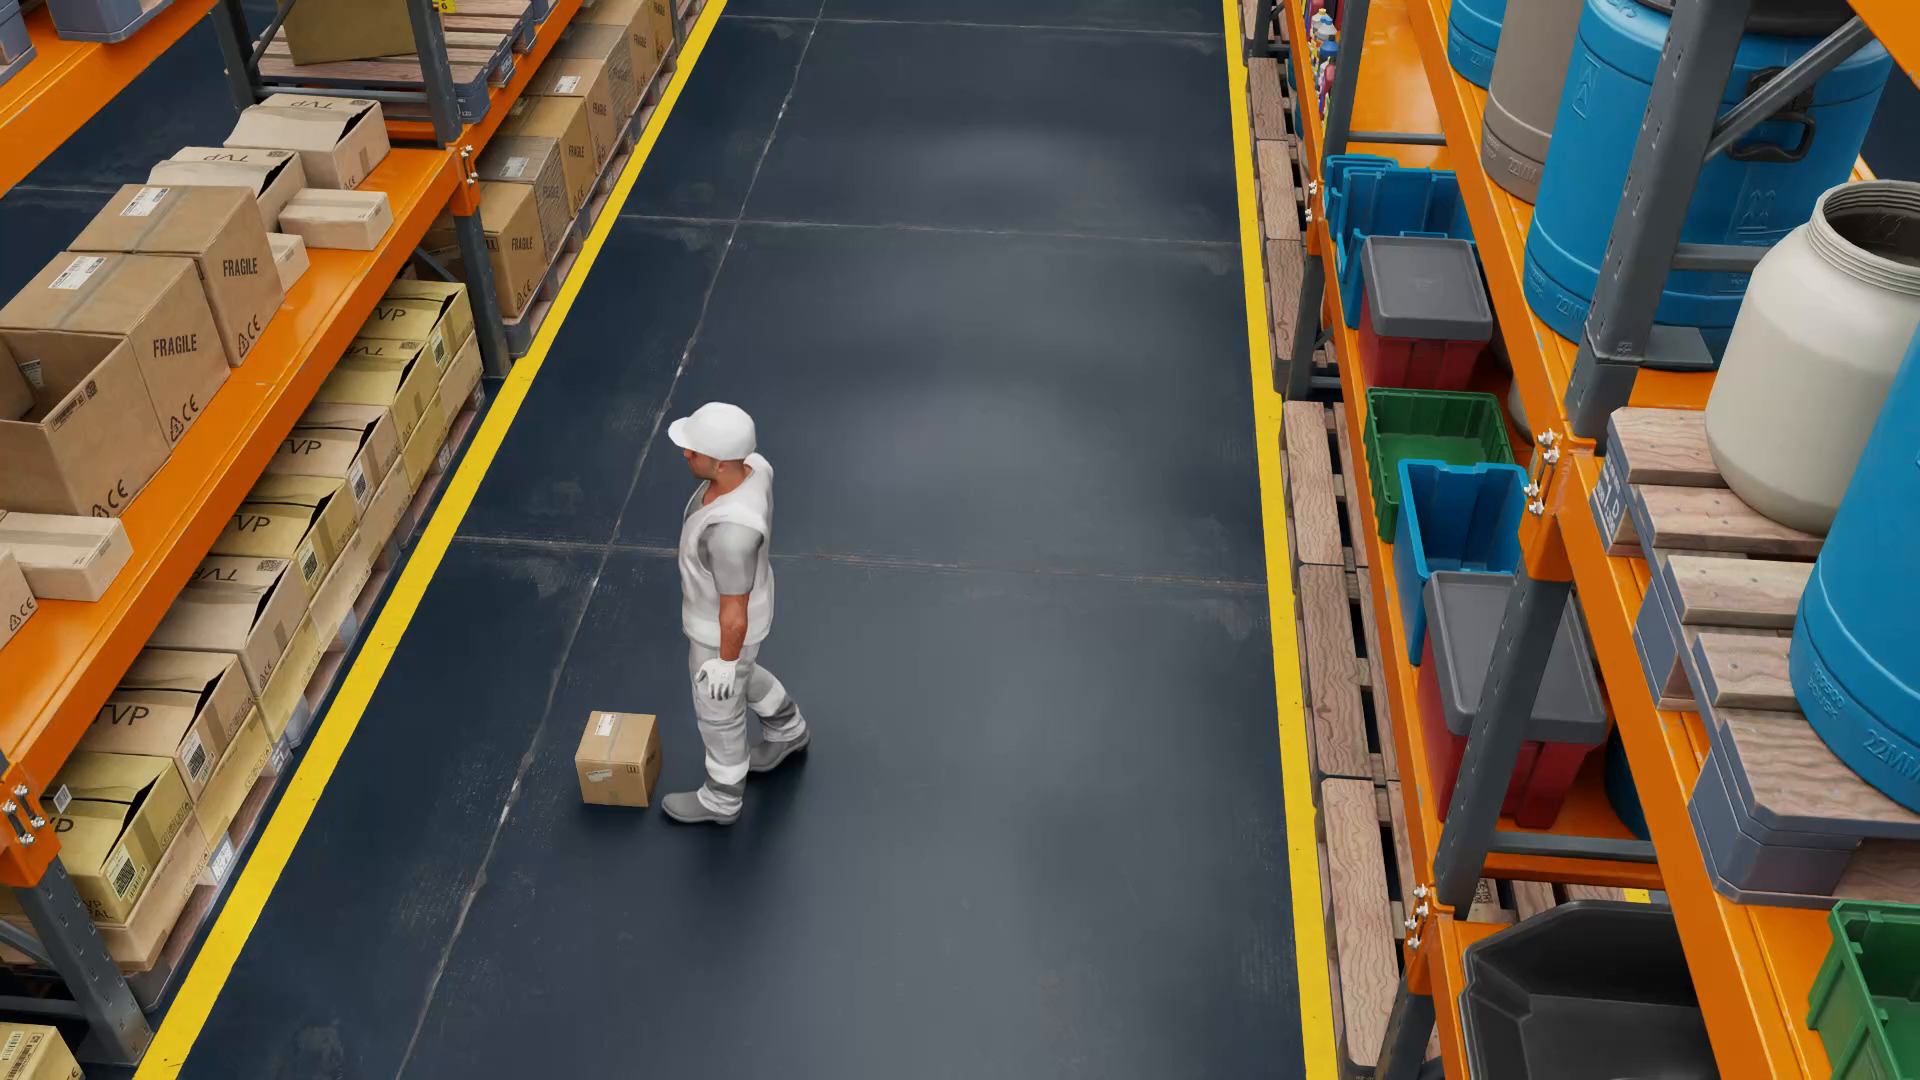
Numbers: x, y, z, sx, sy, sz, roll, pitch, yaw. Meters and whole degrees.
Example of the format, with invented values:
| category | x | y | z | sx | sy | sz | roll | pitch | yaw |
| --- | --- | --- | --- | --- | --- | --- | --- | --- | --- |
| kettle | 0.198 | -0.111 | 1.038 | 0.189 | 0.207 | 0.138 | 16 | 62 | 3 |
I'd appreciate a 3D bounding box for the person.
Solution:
| category | x | y | z | sx | sy | sz | roll | pitch | yaw |
| --- | --- | --- | --- | --- | --- | --- | --- | --- | --- |
| person | -0.853 | 0.273 | 5.802 | 0.549 | 1.791 | 0.568 | 0 | 40 | 0 |
